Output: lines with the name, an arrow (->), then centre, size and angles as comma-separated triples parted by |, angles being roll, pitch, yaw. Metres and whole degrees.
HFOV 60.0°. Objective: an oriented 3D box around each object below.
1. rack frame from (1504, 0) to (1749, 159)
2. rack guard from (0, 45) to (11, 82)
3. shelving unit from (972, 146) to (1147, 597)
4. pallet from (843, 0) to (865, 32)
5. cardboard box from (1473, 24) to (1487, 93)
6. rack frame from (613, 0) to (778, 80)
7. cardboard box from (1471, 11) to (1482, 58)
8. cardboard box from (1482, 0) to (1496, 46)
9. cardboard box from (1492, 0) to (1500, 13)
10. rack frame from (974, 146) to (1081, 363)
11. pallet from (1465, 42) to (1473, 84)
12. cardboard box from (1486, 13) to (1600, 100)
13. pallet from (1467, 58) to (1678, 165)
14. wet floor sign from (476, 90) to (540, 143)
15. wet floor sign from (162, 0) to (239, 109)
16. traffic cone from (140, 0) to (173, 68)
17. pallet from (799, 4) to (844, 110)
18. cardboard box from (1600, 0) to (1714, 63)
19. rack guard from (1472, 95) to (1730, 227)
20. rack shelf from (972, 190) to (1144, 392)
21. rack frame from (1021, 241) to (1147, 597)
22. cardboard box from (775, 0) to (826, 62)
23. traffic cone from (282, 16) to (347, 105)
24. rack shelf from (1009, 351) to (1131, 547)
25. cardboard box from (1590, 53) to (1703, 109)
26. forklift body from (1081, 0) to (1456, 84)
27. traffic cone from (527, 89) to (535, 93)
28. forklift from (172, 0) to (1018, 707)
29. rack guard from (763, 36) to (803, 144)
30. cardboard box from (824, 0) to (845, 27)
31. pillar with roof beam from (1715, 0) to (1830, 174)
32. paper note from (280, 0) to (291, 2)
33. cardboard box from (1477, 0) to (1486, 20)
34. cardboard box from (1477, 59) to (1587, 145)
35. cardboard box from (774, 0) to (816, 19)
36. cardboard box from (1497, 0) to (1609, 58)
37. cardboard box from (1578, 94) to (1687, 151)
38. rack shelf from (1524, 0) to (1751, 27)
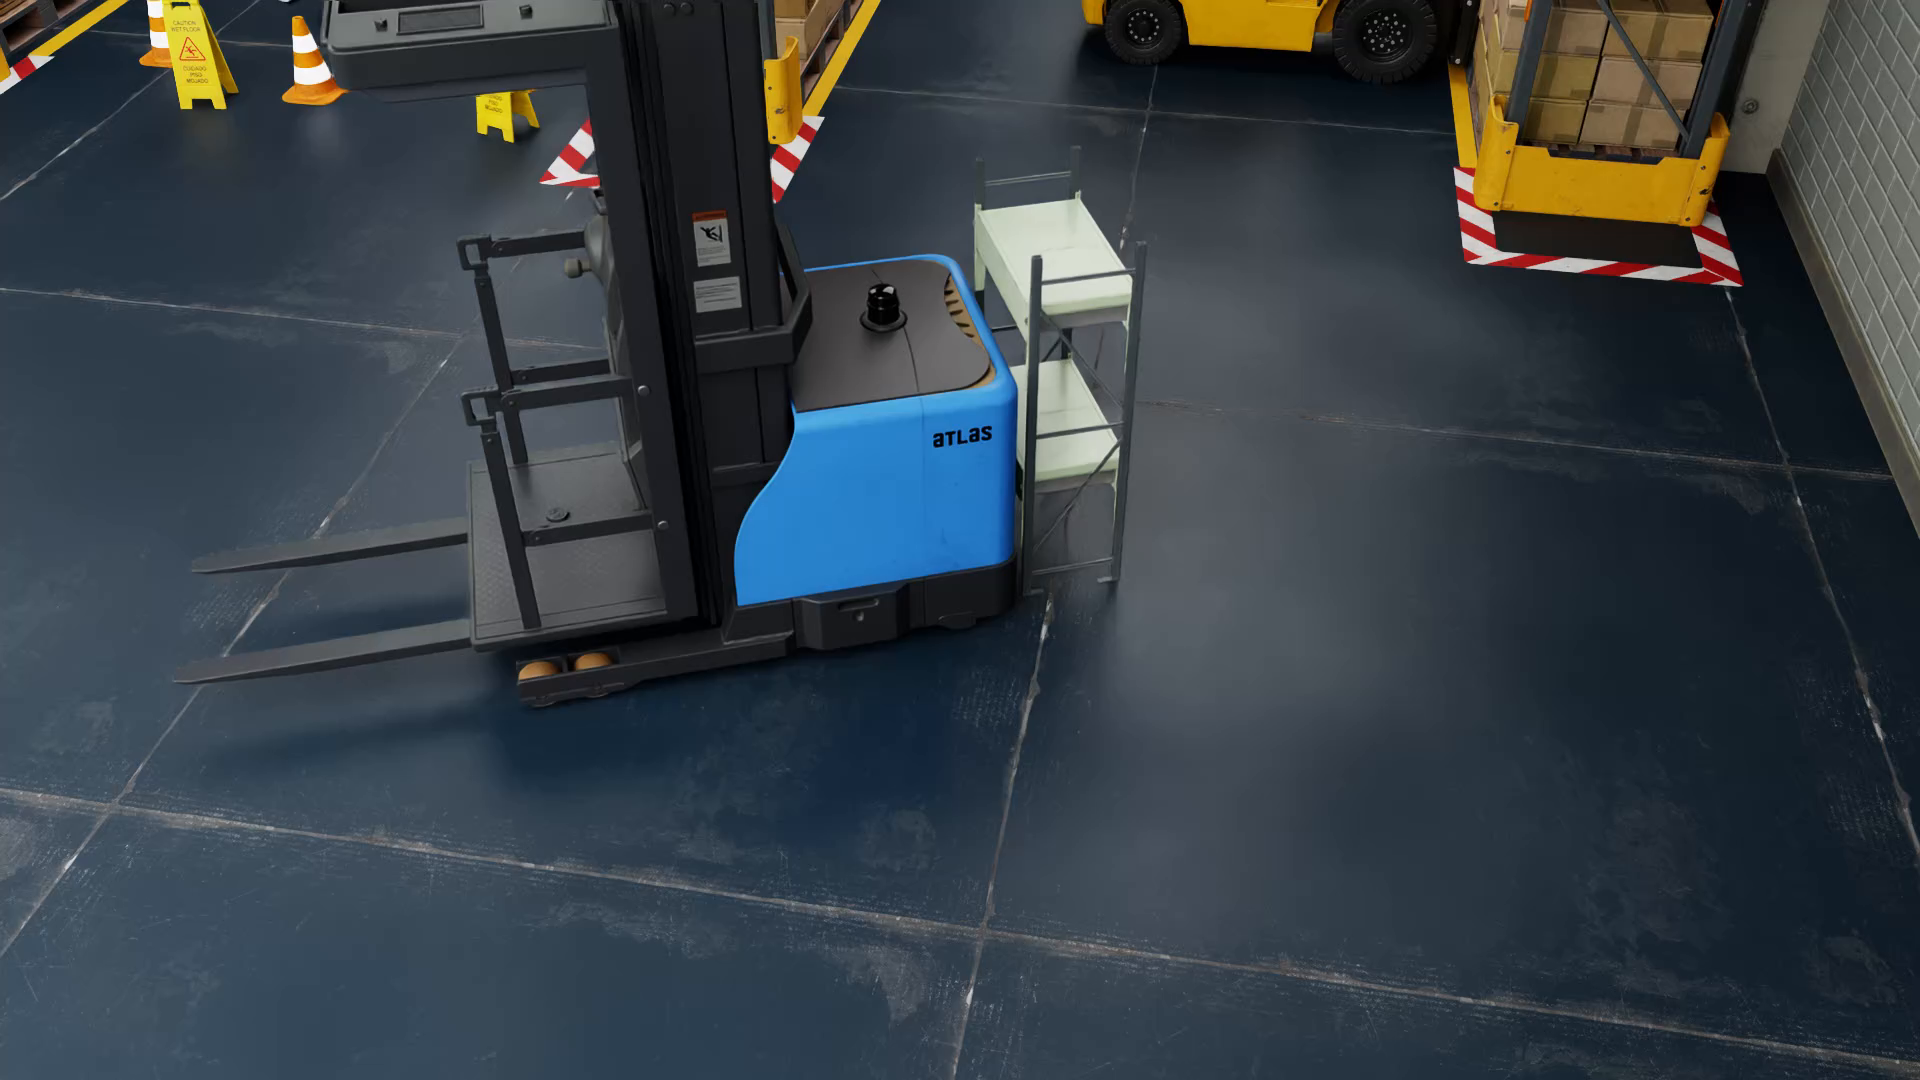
rack frame -> 3.367, -2.984, 8.005 | 1.000, 3.000, 0.127 | 6, 40, 8
rack guard -> -6.419, -3.033, 10.026 | 1.175, 0.500, 0.348 | 6, 40, 8
shelving unit -> 0.343, -0.620, 6.323 | 0.431, 1.500, 0.755 | -9, 40, -11
pallet -> -1.120, -3.771, 11.146 | 1.003, 0.211, 1.213 | 6, 40, 8
cardboard box -> 3.233, -2.727, 9.522 | 0.500, 0.250, 0.500 | 6, 40, 8
rack frame -> -1.522, -3.529, 8.664 | 1.000, 3.000, 0.127 | 6, 40, 8
cardboard box -> 3.328, -3.040, 9.901 | 0.500, 0.250, 0.500 | 7, 40, 8
cardboard box -> 3.241, -2.932, 9.378 | 0.500, 0.250, 0.500 | 6, 40, 7
cardboard box -> 3.222, -3.116, 9.208 | 0.500, 0.250, 0.500 | 7, 40, 8
rack frame -> 0.252, -0.846, 6.597 | 0.400, 1.500, 0.023 | -9, 40, -11
pallet -> 3.672, -3.157, 10.403 | 1.003, 0.211, 1.213 | 6, 40, 8
cardboard box -> 3.144, -2.619, 8.999 | 0.500, 0.250, 0.500 | 6, 40, 7
pallet -> 3.458, -2.394, 9.479 | 1.003, 0.211, 1.213 | 6, 40, 8
wet floor sign -> -2.609, -2.620, 9.413 | 0.267, 0.644, 0.232 | 20, 44, 23
wet floor sign -> -4.470, -2.867, 9.712 | 0.267, 0.644, 0.232 | 0, 40, 0
traffic cone -> -4.924, -3.210, 10.270 | 0.336, 0.463, 0.334 | 6, 40, 8
pallet -> -1.334, -3.008, 10.222 | 1.003, 0.211, 1.213 | 6, 40, 8
cardboard box -> 3.637, -2.752, 8.768 | 0.500, 0.250, 0.500 | 6, 40, 7
rack guard -> 3.363, -2.005, 8.783 | 1.175, 0.500, 0.348 | 6, 40, 8
rack shelf -> 0.343, -0.921, 6.075 | 0.431, 0.370, 0.720 | -9, 40, -11
rack frame -> 0.434, -0.395, 6.050 | 0.400, 1.500, 0.023 | -9, 40, -11
cardboard box -> -1.110, -3.107, 9.982 | 0.500, 0.250, 0.500 | 6, 40, 7
traffic cone -> -3.870, -2.872, 9.861 | 0.336, 0.463, 0.334 | 6, 40, 8
rack shelf -> 0.343, -0.369, 6.531 | 0.431, 0.370, 0.720 | -9, 40, -11
cardboard box -> 3.653, -2.551, 8.917 | 0.500, 0.250, 0.500 | 7, 40, 8
forklift body -> 1.899, -4.048, 9.958 | 2.313, 2.155, 1.214 | 6, 40, 8
traffic cone -> -2.718, -2.963, 9.971 | 0.336, 0.463, 0.334 | 6, 40, 8
forklift -> -1.358, -0.899, 5.538 | 3.031, 2.935, 1.130 | -9, 40, -11
rack guard -> -1.509, -2.613, 9.518 | 1.175, 0.500, 0.348 | 6, 40, 8
cardboard box -> -1.014, -3.426, 10.368 | 0.500, 0.250, 0.500 | 8, 40, 9
pillar with roof beam -> 0.135, -6.108, 7.076 | 9.100, 9.000, 0.400 | 6, 40, 8
paper note -> -4.479, -3.637, 11.126 | 0.144, 0.017, 0.142 | 20, 44, 23
cardboard box -> 3.310, -3.258, 9.773 | 0.500, 0.250, 0.500 | 6, 40, 7
cardboard box -> 3.137, -2.416, 9.146 | 0.500, 0.250, 0.500 | 7, 40, 8
cardboard box -> -1.107, -3.411, 9.761 | 0.500, 0.500, 0.500 | 5, 40, 6
cardboard box -> 3.140, -2.795, 8.820 | 0.500, 0.250, 0.500 | 8, 40, 9
cardboard box -> 3.645, -2.373, 9.094 | 0.500, 0.250, 0.500 | 7, 40, 8
rack shelf -> 3.713, -3.962, 9.752 | 1.077, 0.370, 4.000 | 6, 40, 8
